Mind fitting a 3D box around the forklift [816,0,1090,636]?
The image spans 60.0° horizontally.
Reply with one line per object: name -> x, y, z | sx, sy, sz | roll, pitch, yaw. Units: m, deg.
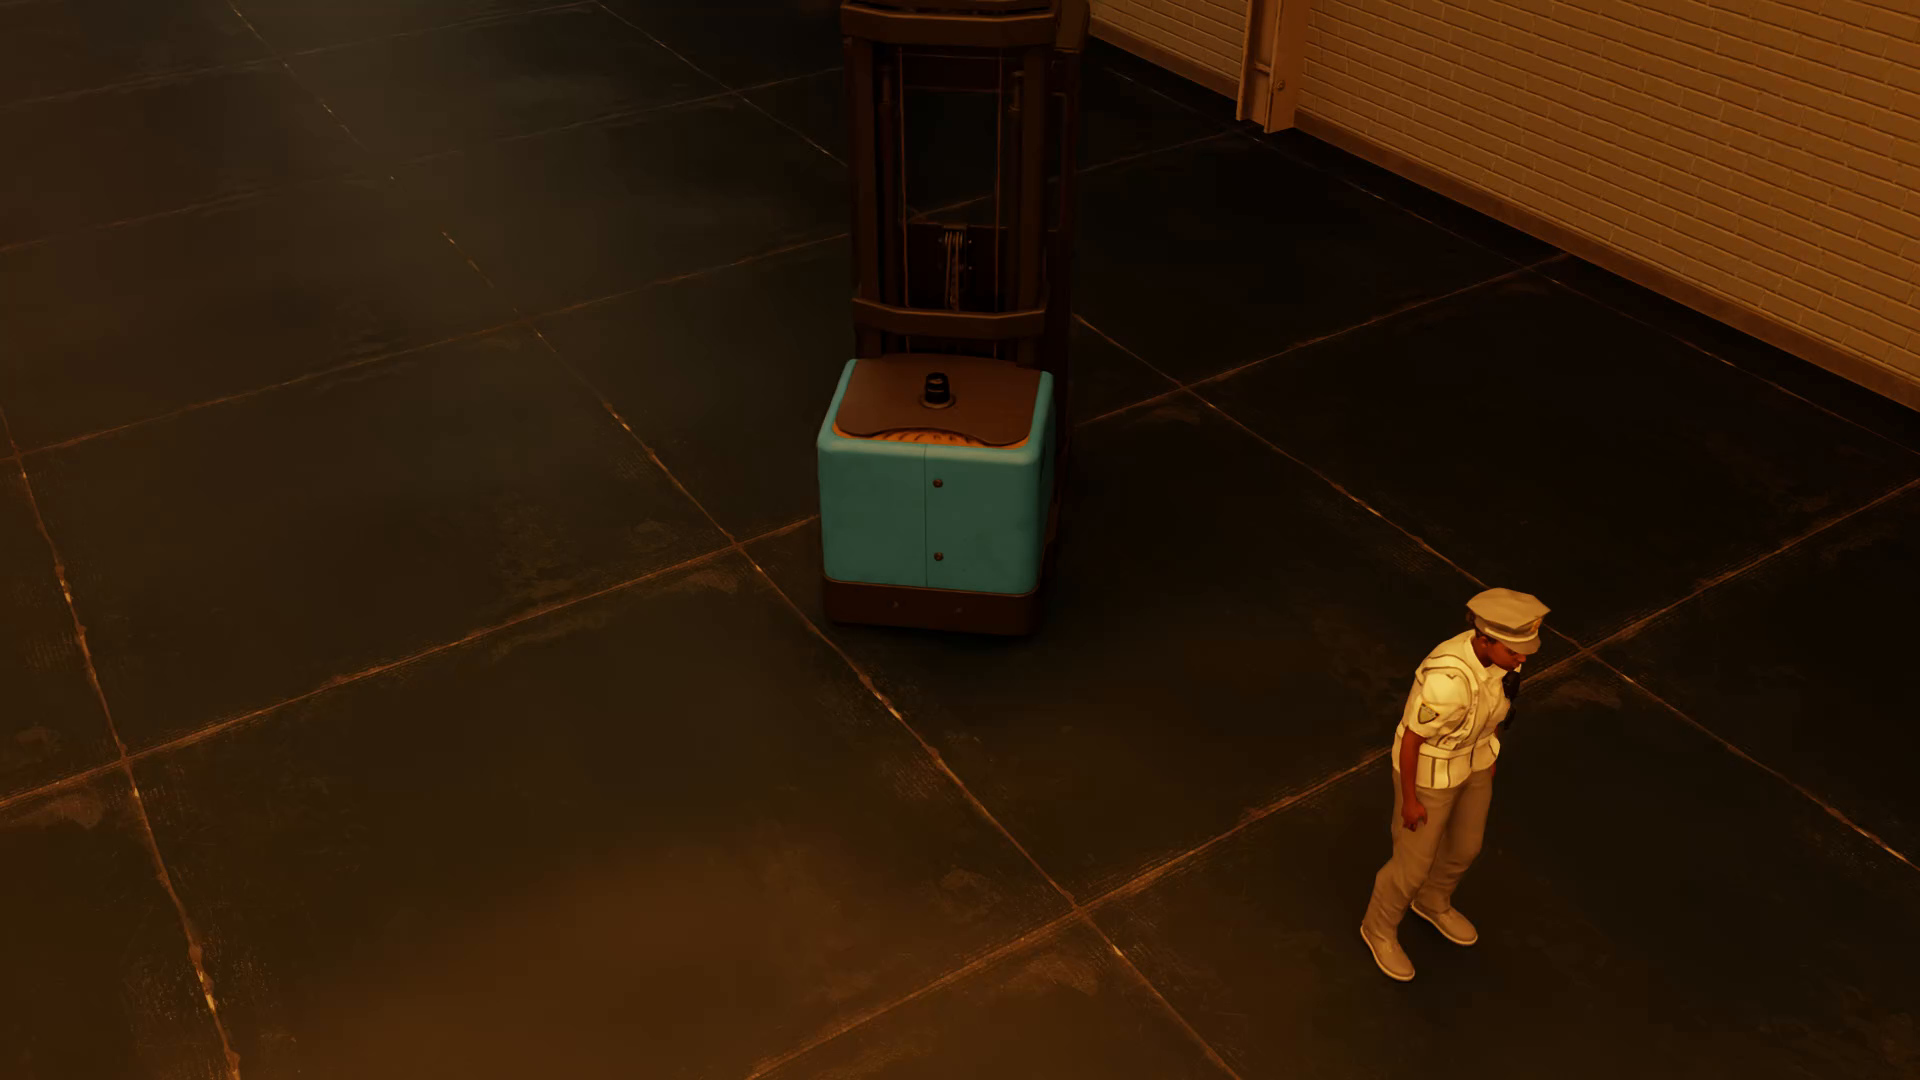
forklift -> 0.039, -1.576, 8.391 | 1.130, 2.935, 3.031 | 4, 35, 6

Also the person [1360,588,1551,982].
person -> 1.776, 0.859, 6.038 | 0.502, 1.658, 0.393 | -21, 40, -27
